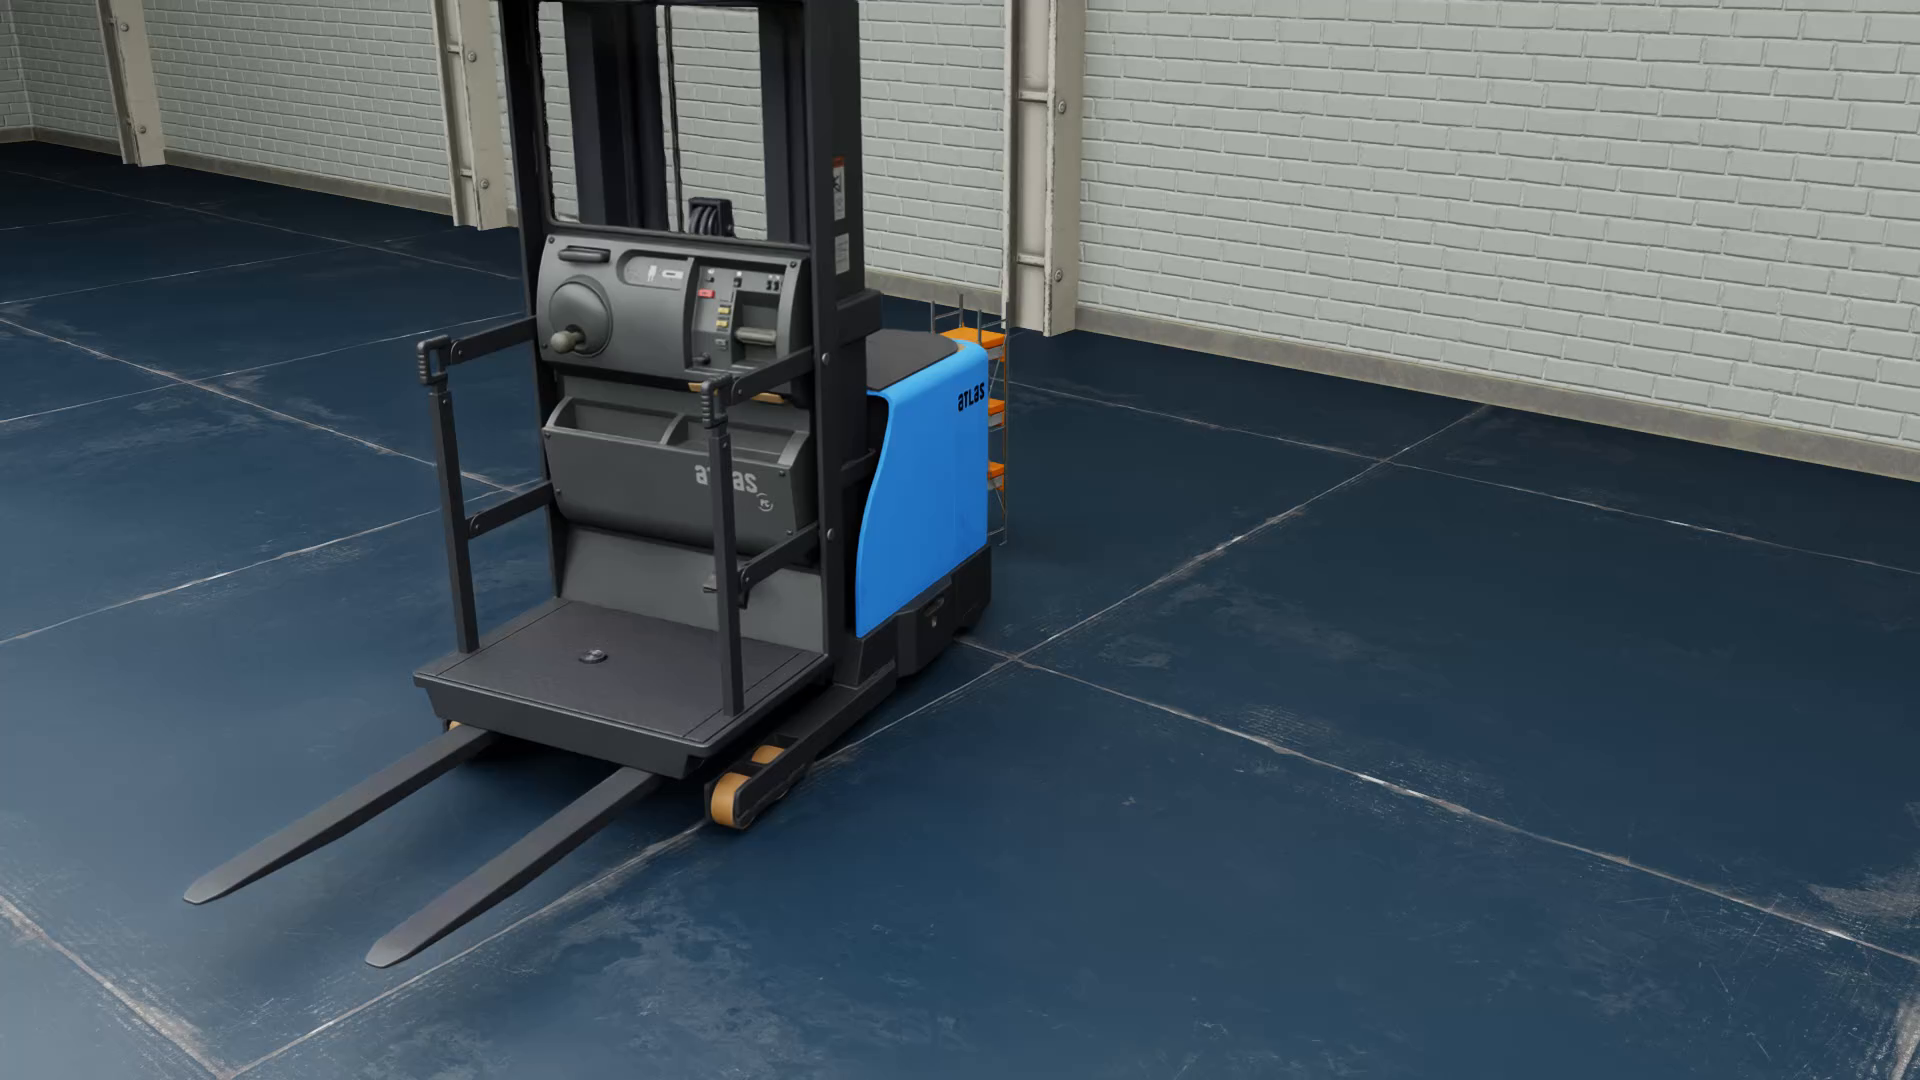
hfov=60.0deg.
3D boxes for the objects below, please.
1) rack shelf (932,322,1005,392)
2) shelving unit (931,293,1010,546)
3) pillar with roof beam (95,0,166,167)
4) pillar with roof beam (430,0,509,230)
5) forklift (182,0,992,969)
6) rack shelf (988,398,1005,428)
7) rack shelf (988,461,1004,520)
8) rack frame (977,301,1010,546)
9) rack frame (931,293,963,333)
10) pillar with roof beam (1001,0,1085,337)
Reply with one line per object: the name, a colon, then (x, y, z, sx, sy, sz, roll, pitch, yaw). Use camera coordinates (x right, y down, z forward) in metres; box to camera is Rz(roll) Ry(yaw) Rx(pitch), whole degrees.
rack shelf: (0.041, -0.735, 6.855, 0.240, 0.259, 0.215, 16, 26, 36)
shelving unit: (0.041, -0.479, 6.951, 0.252, 1.050, 0.215, 16, 26, 36)
pillar with roof beam: (-11.503, -7.093, 13.225, 0.400, 9.000, 9.100, 16, 26, 36)
pillar with roof beam: (-6.854, -5.755, 9.675, 0.400, 9.000, 9.100, 16, 26, 36)
forklift: (-0.983, -0.695, 4.856, 1.130, 2.935, 3.031, 10, 23, 24)
rack shelf: (0.041, -0.469, 6.955, 0.240, 0.259, 0.215, 16, 26, 36)
rack shelf: (0.041, -0.209, 7.053, 0.240, 0.259, 0.215, 16, 26, 36)
rack frame: (0.136, -0.452, 6.879, 0.008, 1.050, 0.200, 16, 26, 36)
rack frame: (-0.053, -0.507, 7.023, 0.008, 1.050, 0.200, 16, 26, 36)
pillar with roof beam: (-2.206, -4.416, 6.126, 0.400, 9.000, 9.100, 16, 26, 36)
